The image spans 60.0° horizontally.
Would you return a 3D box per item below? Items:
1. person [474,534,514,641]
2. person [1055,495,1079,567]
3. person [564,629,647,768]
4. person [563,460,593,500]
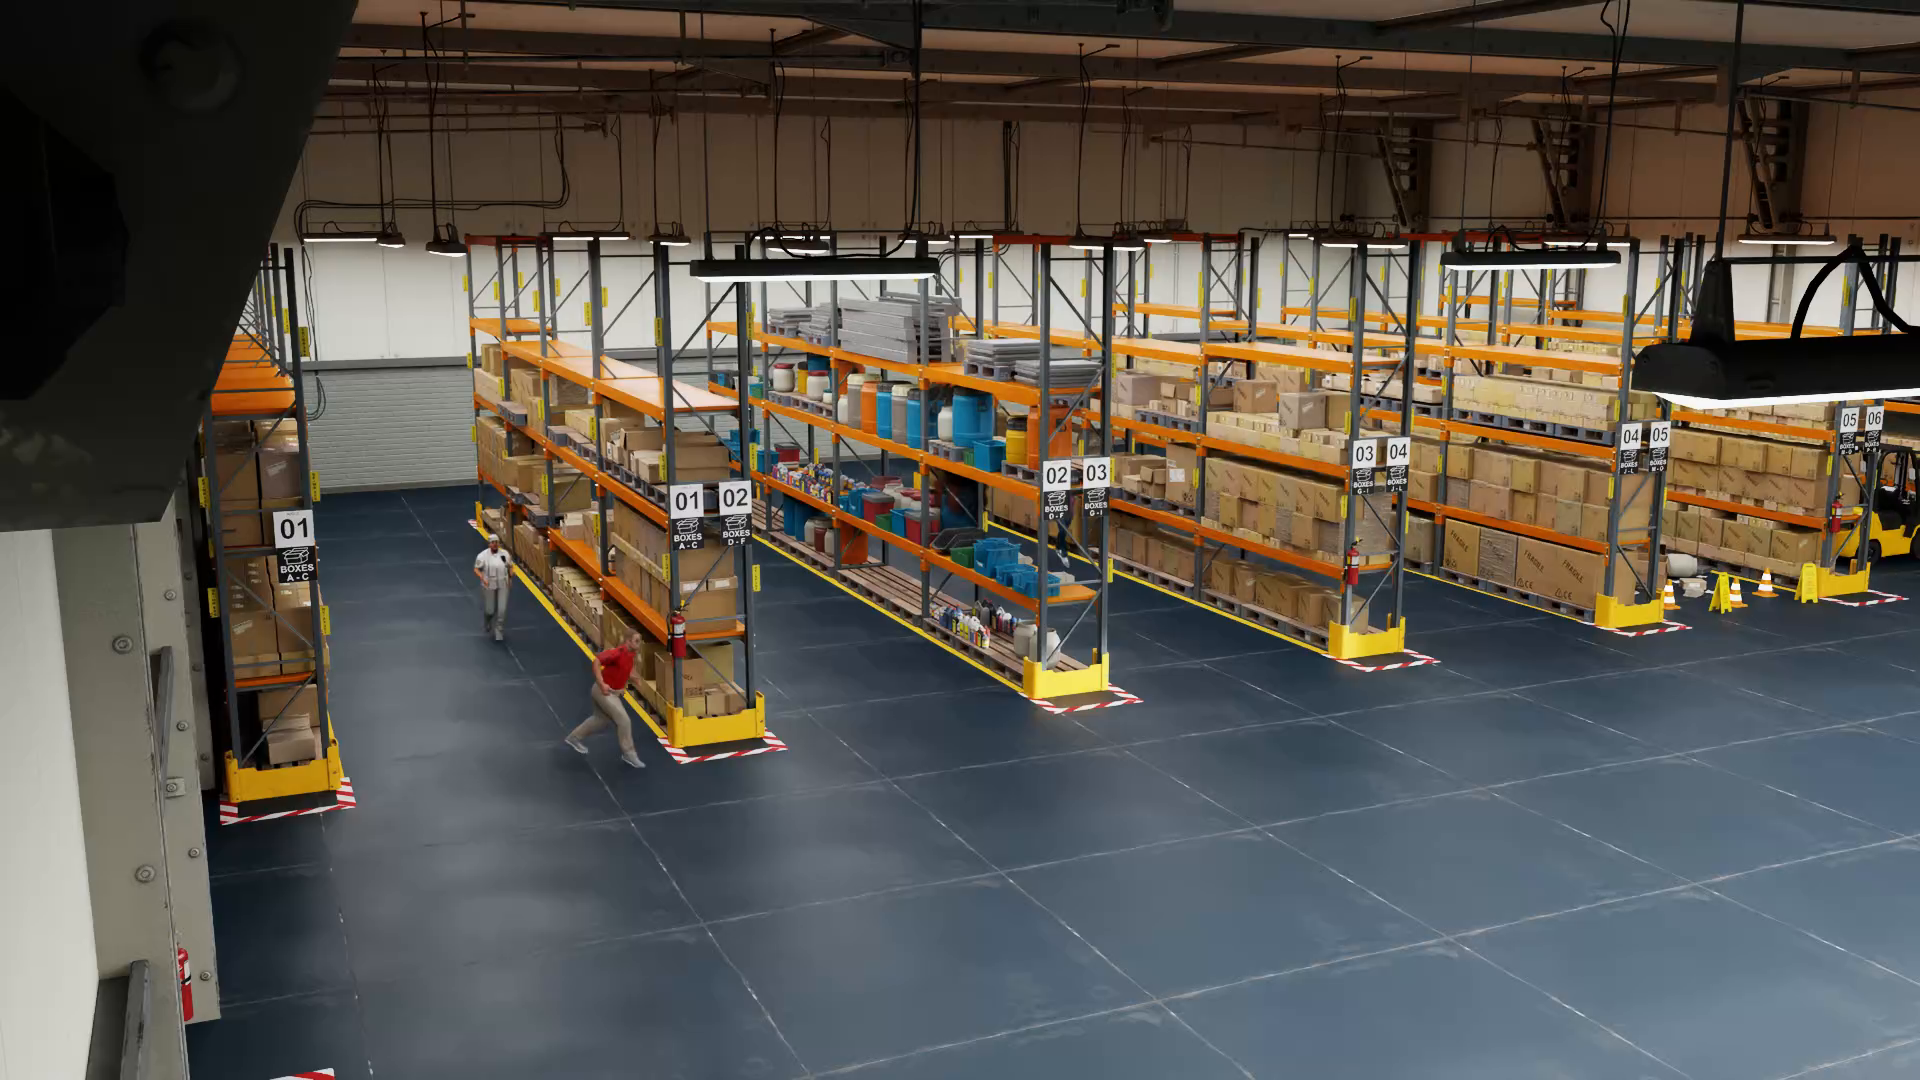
[{"bbox_3d":[-7.057,0.701,25.263,0.595,1.622,0.561,-5,12,-25],"label":"person"},{"bbox_3d":[1.857,-0.396,29.501,0.508,1.686,0.698,-6,12,-28],"label":"person"},{"bbox_3d":[-4.177,1.853,19.415,1.018,1.696,0.705,2,11,12],"label":"person"},{"bbox_3d":[-8.156,-1.380,35.582,0.960,1.776,0.674,4,12,21],"label":"person"}]
